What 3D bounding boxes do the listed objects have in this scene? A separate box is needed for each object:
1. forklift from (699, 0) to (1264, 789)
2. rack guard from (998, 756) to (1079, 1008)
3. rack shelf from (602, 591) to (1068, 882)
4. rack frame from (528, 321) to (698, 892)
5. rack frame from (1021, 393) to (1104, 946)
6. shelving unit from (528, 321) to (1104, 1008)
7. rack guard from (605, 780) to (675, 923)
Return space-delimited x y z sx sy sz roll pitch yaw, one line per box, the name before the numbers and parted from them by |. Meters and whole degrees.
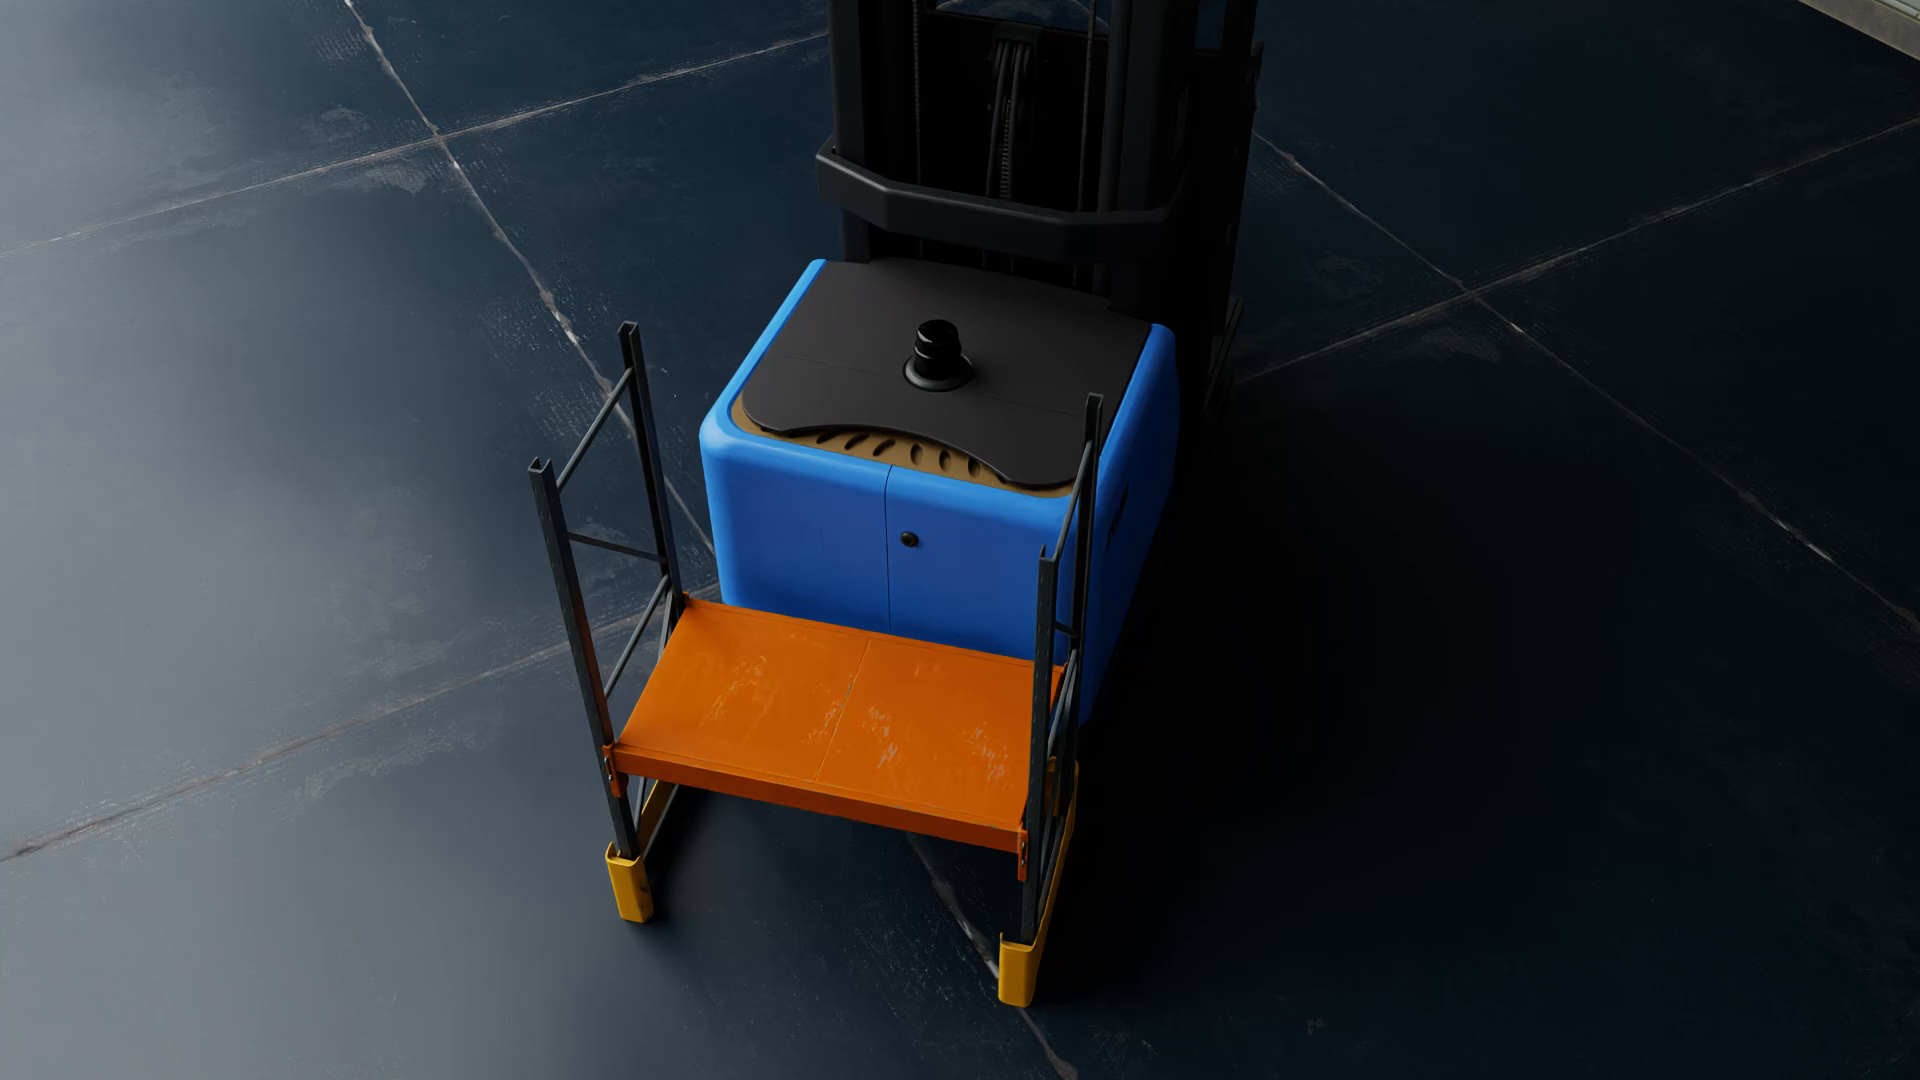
forklift | 0.294 -1.413 4.602 1.130 2.935 3.031 13 46 13
rack guard | 0.200 0.852 4.192 0.087 0.250 0.587 10 45 10
rack shelf | -0.274 0.451 3.967 1.000 0.185 0.538 10 45 10
rack frame | -0.767 0.237 3.929 0.032 1.500 0.500 10 45 10
rack frame | 0.219 0.407 3.753 0.032 1.500 0.500 10 45 10
shelving unit | -0.283 0.320 3.843 1.083 1.500 0.587 10 45 10
rack guard | -0.766 0.685 4.364 0.087 0.250 0.587 10 45 10
